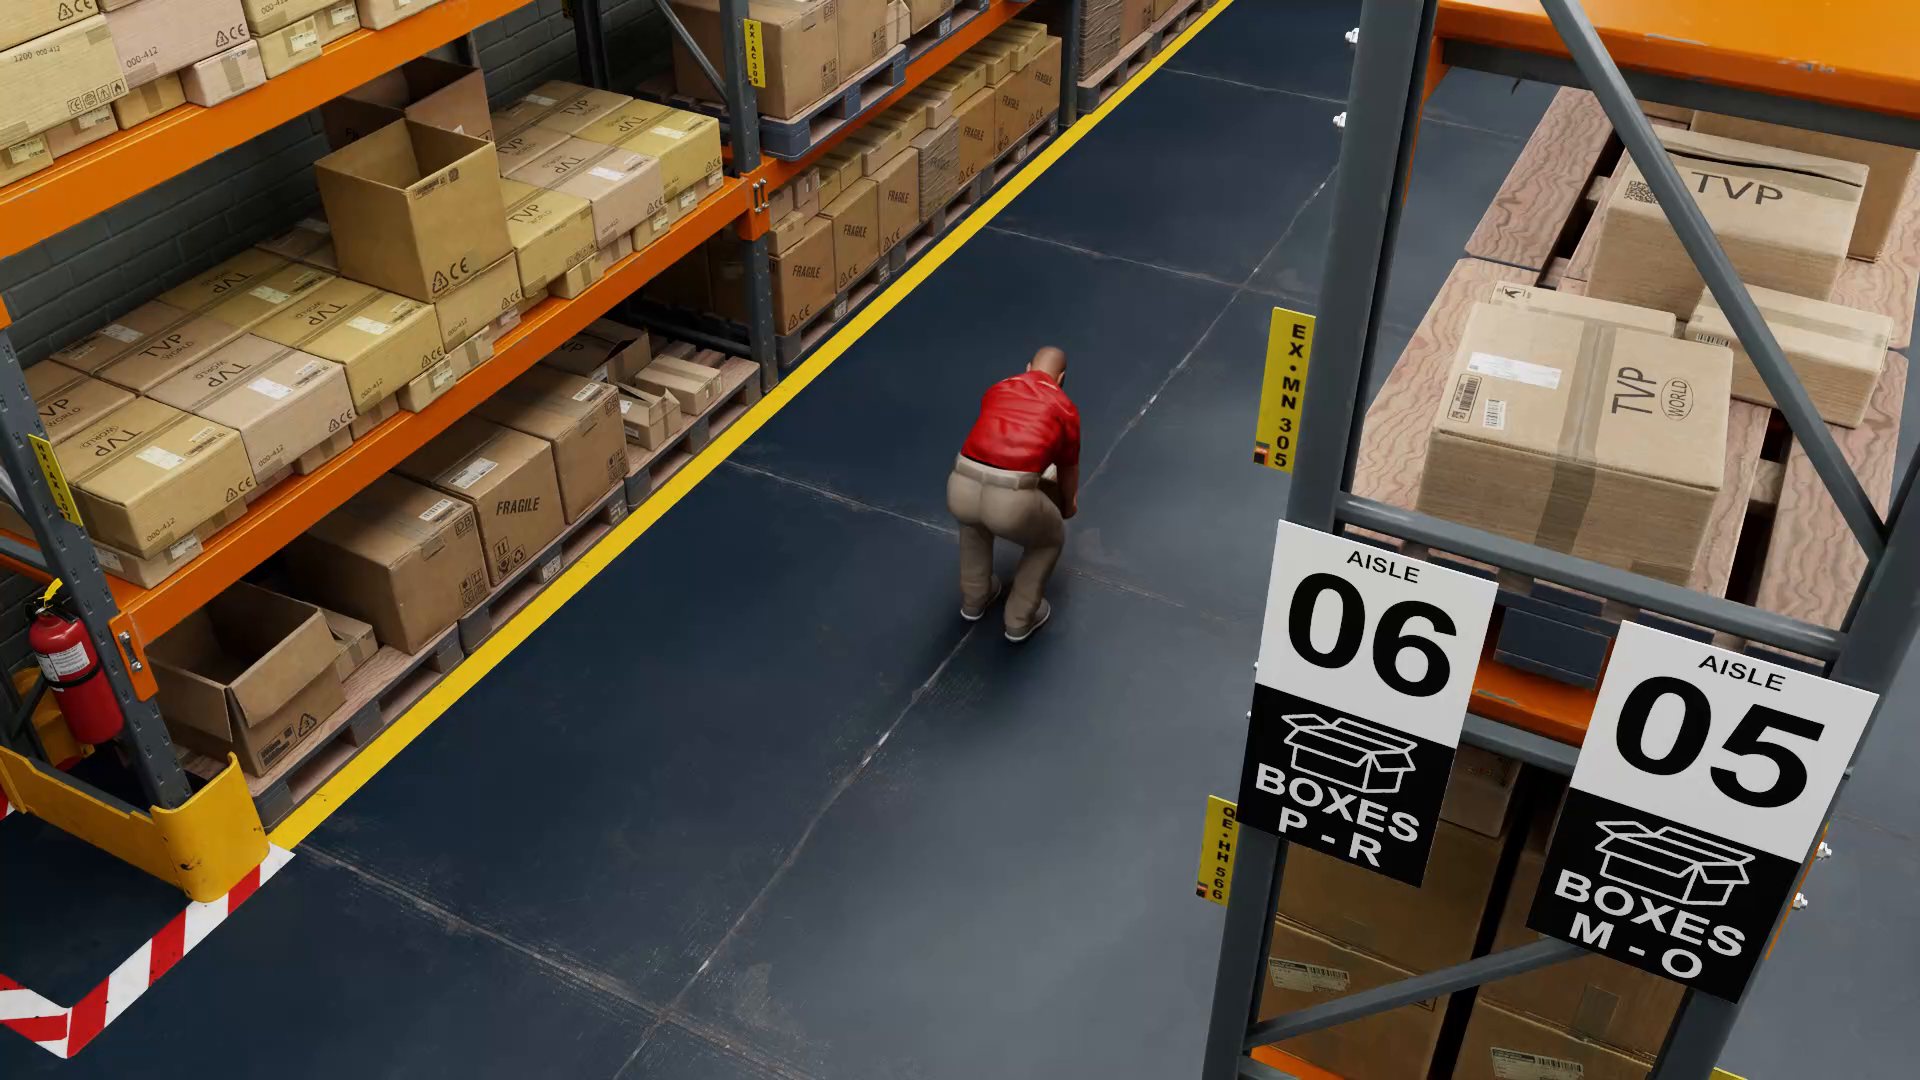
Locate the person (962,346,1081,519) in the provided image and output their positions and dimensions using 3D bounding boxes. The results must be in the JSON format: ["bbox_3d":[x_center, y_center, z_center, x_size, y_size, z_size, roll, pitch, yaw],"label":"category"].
[{"bbox_3d":[0.281,-0.357,7.466,0.473,0.820,0.805,16,40,19],"label":"person"}]
